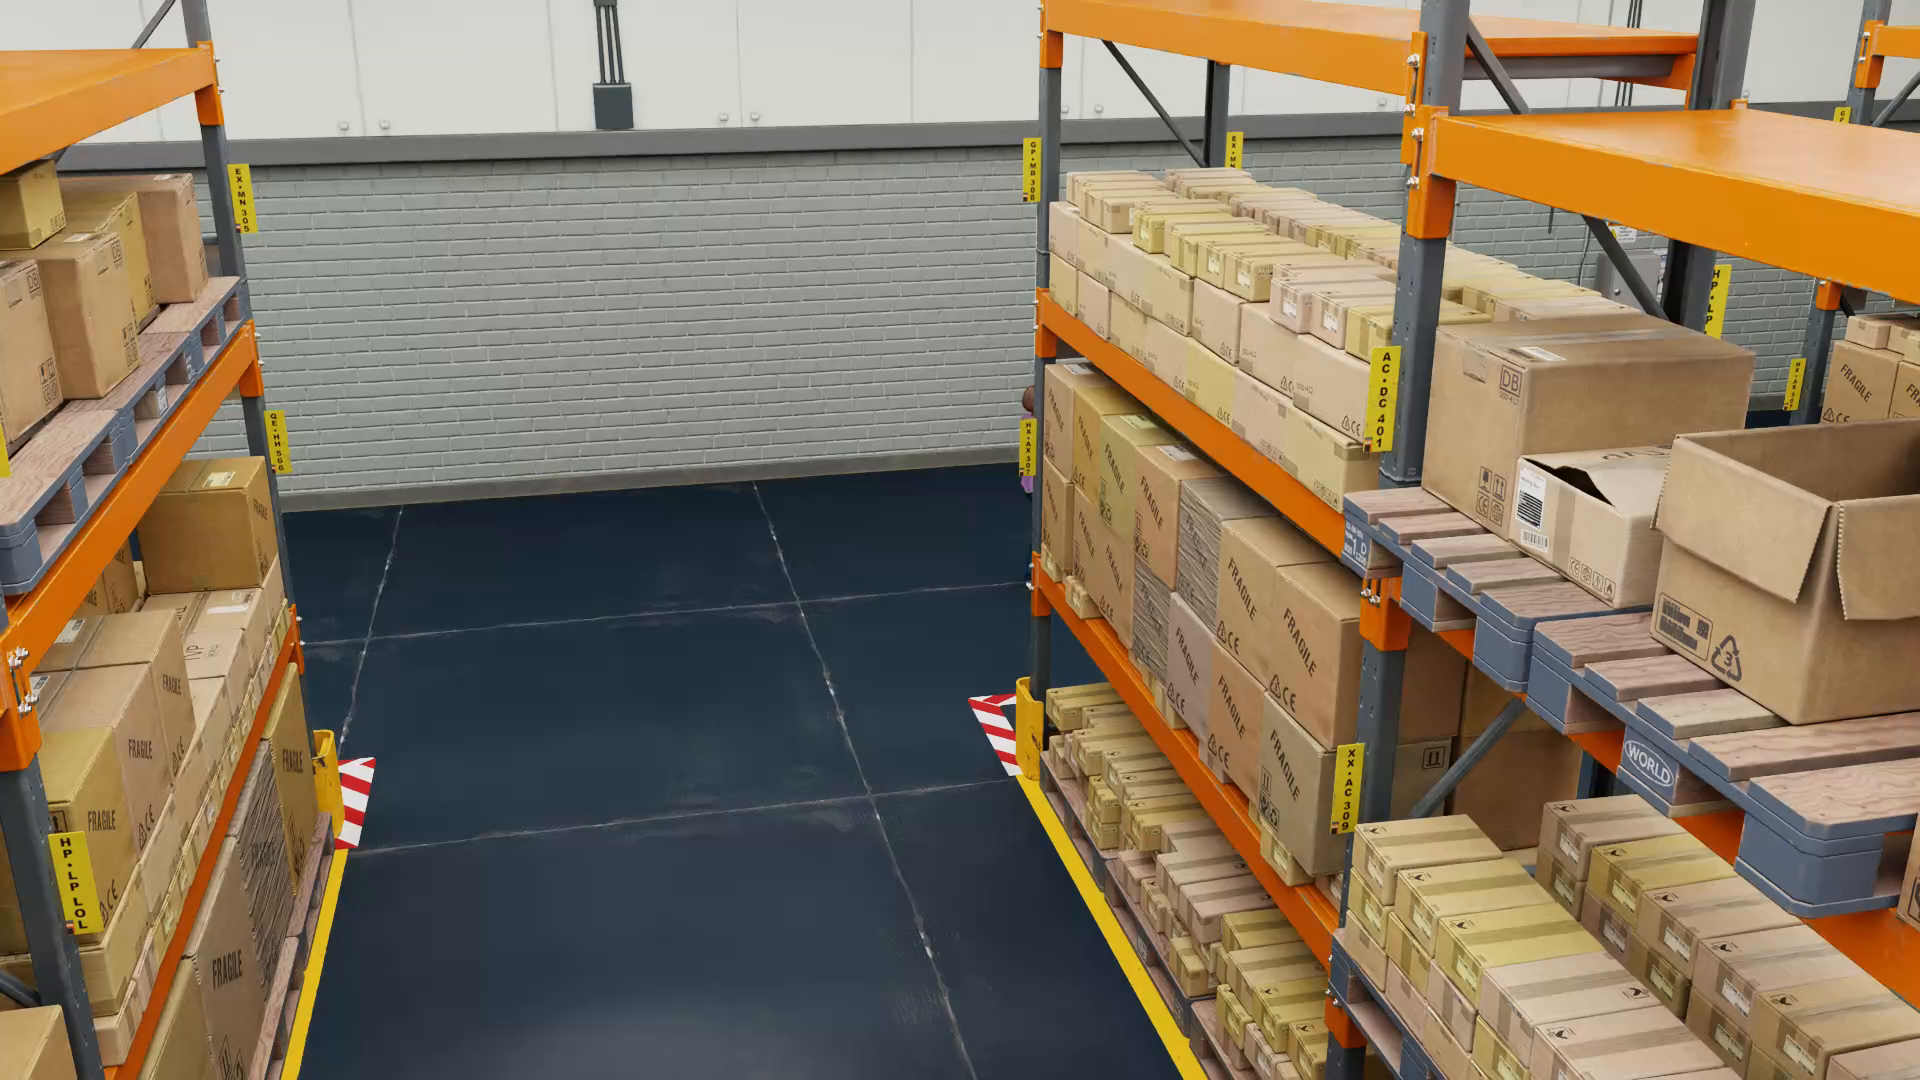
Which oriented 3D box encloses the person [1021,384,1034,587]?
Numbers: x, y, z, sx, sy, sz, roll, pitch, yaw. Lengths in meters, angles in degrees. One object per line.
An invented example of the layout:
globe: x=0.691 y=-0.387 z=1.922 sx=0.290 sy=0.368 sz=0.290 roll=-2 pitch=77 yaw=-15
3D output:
person: x=0.689 y=-0.372 z=12.121 sx=0.500 sy=1.588 sz=0.406 roll=-4 pitch=20 yaw=-12
